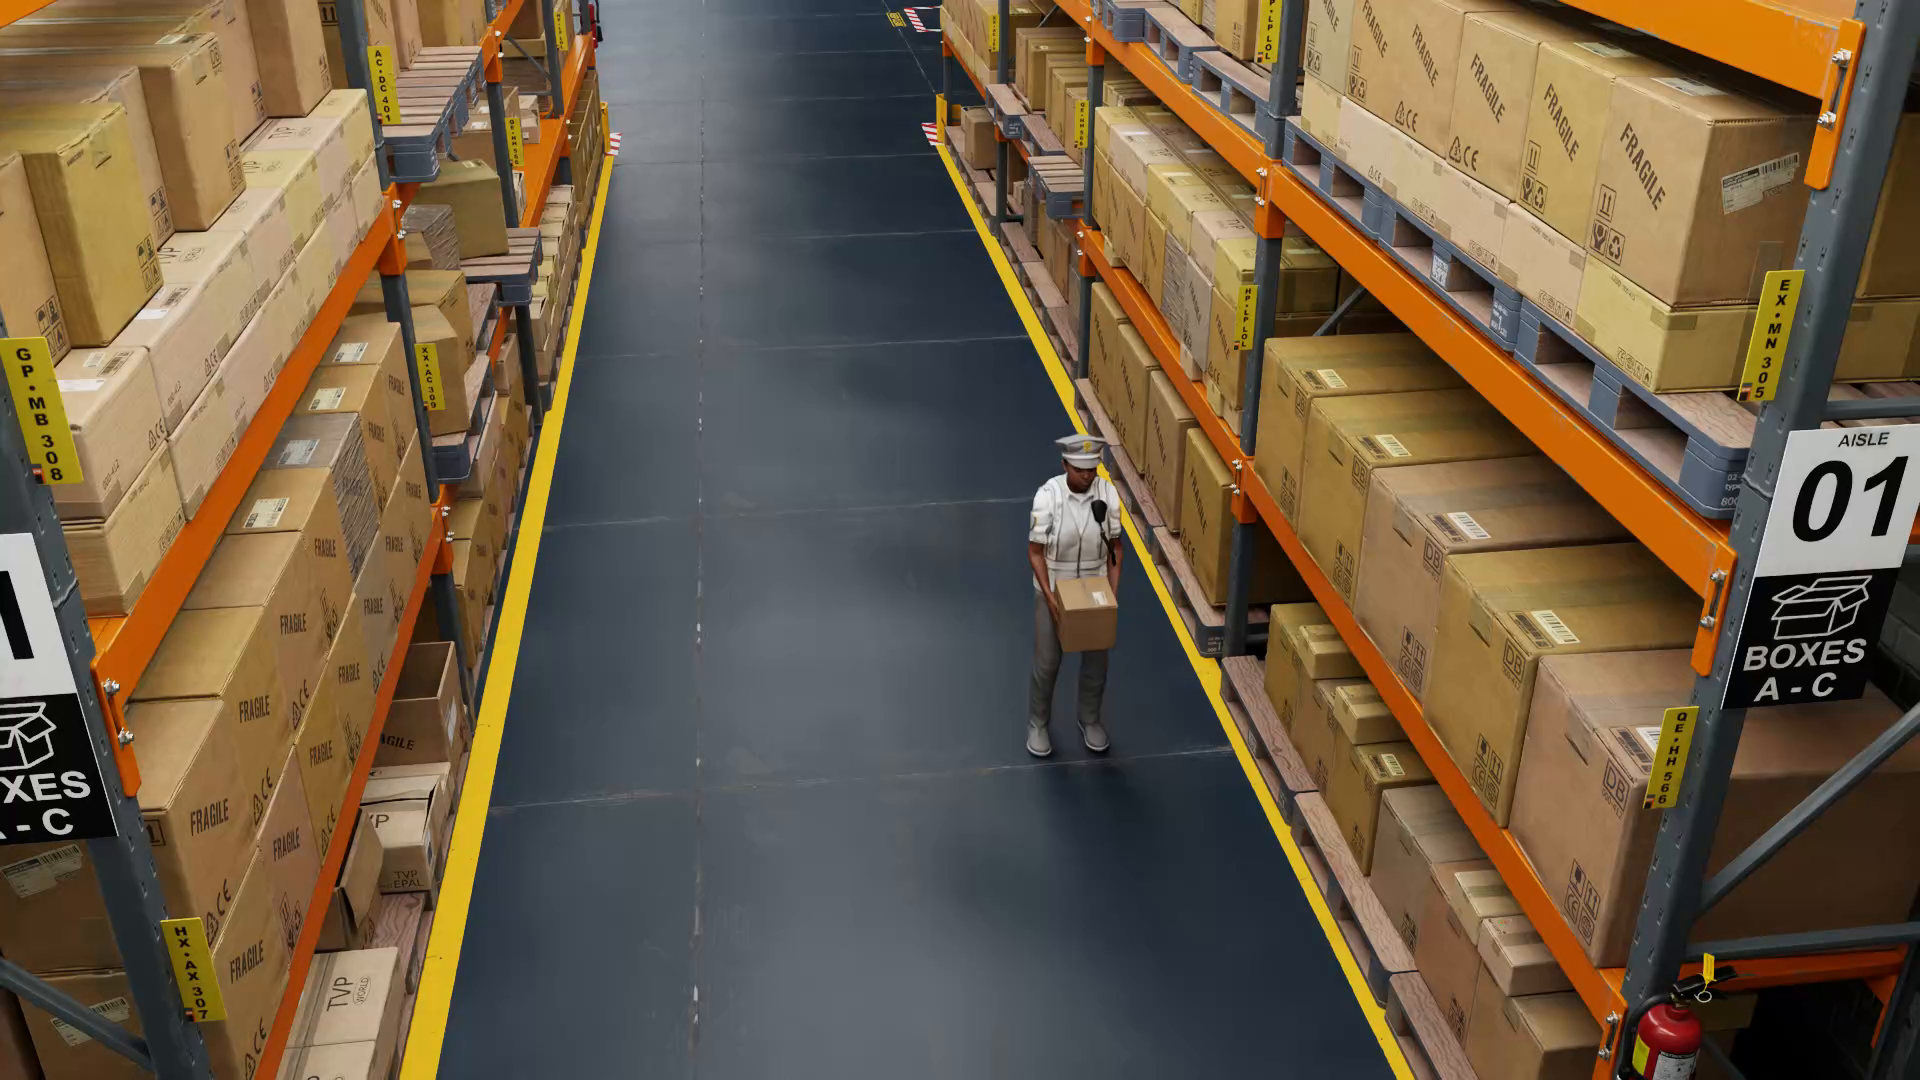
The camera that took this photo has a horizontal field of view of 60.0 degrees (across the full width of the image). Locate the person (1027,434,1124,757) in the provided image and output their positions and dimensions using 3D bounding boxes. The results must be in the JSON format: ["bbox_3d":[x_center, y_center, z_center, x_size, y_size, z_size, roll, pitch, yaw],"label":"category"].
[{"bbox_3d":[0.565,0.270,8.066,0.474,1.687,0.454,-4,28,-8],"label":"person"}]
